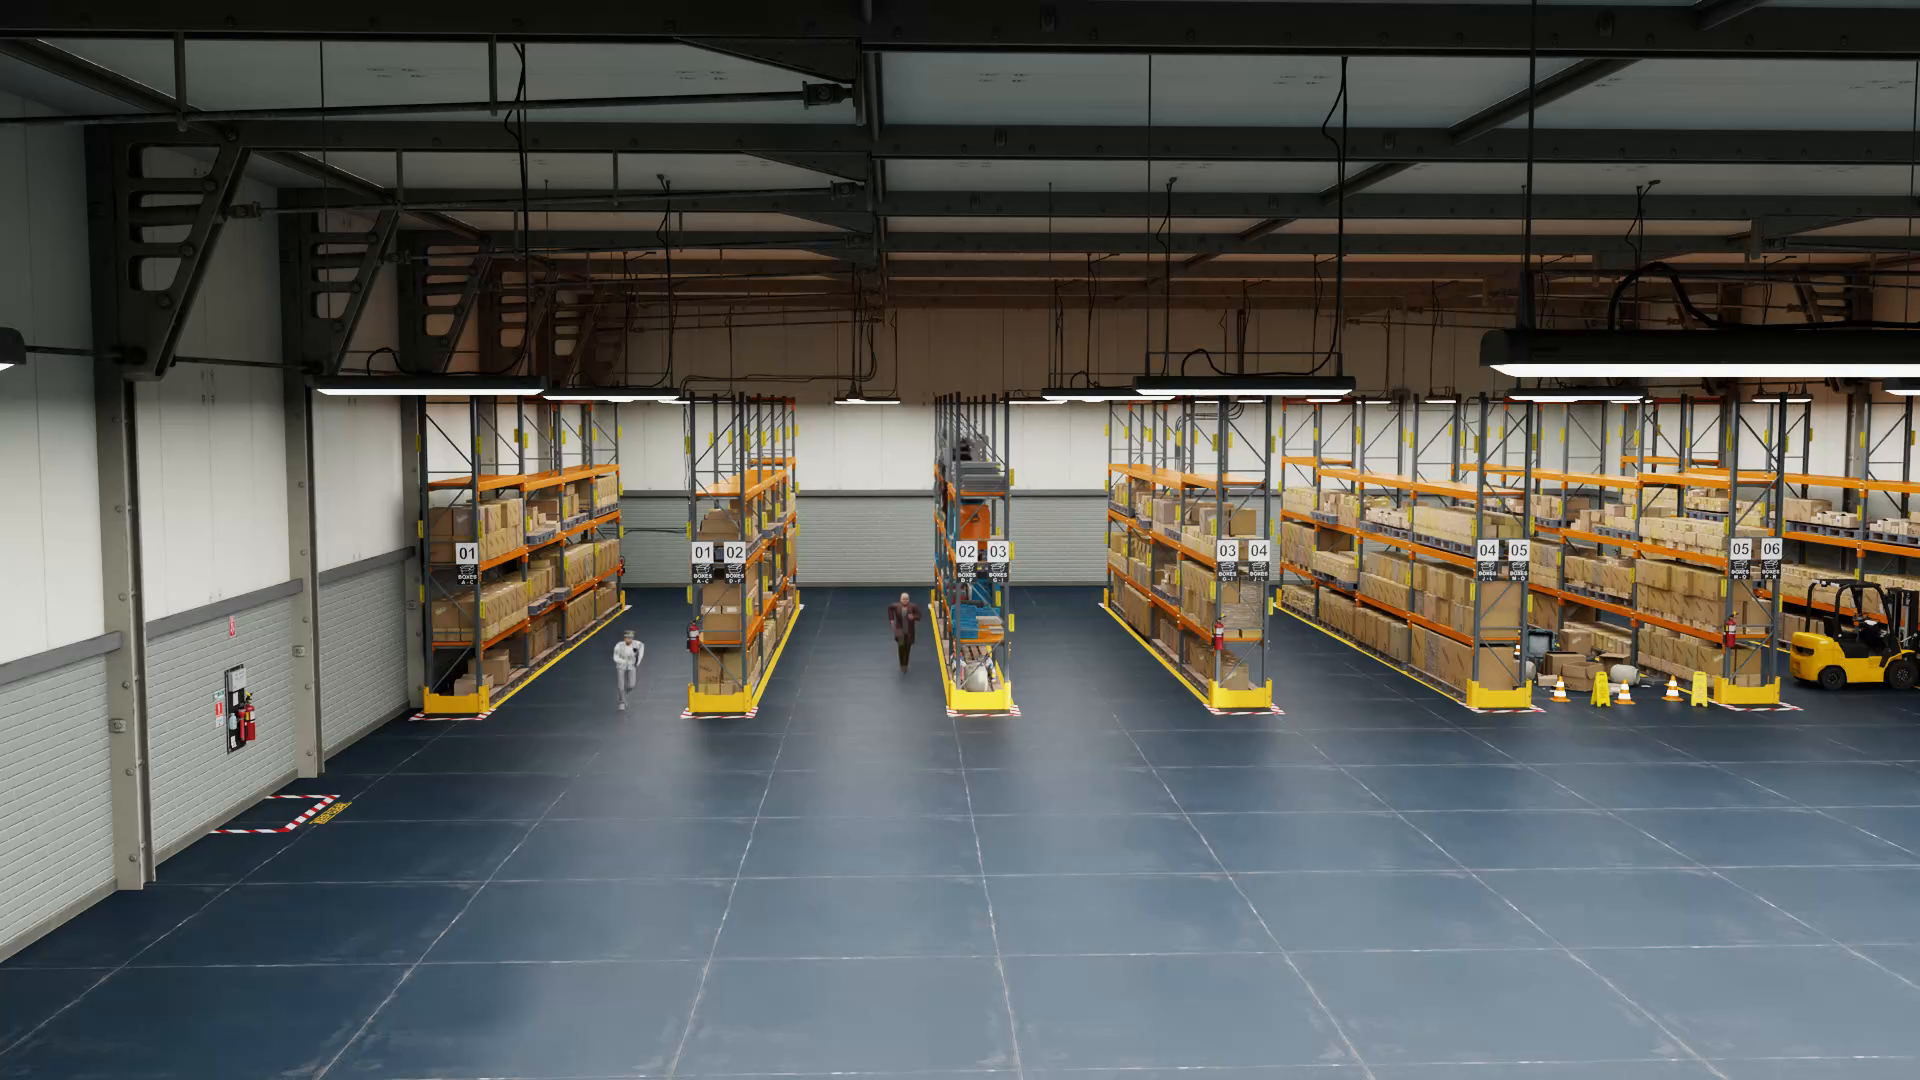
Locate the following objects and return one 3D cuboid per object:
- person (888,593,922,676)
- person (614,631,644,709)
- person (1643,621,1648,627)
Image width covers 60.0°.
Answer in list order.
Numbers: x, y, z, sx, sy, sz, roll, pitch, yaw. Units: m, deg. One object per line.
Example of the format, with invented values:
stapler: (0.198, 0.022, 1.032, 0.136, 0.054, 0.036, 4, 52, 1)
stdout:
person: (-1.185, 2.004, 35.653, 0.695, 1.779, 1.020, -1, 5, -7)
person: (-6.226, 2.444, 31.330, 0.624, 1.547, 0.790, -2, 5, -24)
person: (16.656, 1.684, 39.845, 0.688, 1.765, 0.938, -1, 5, -8)
